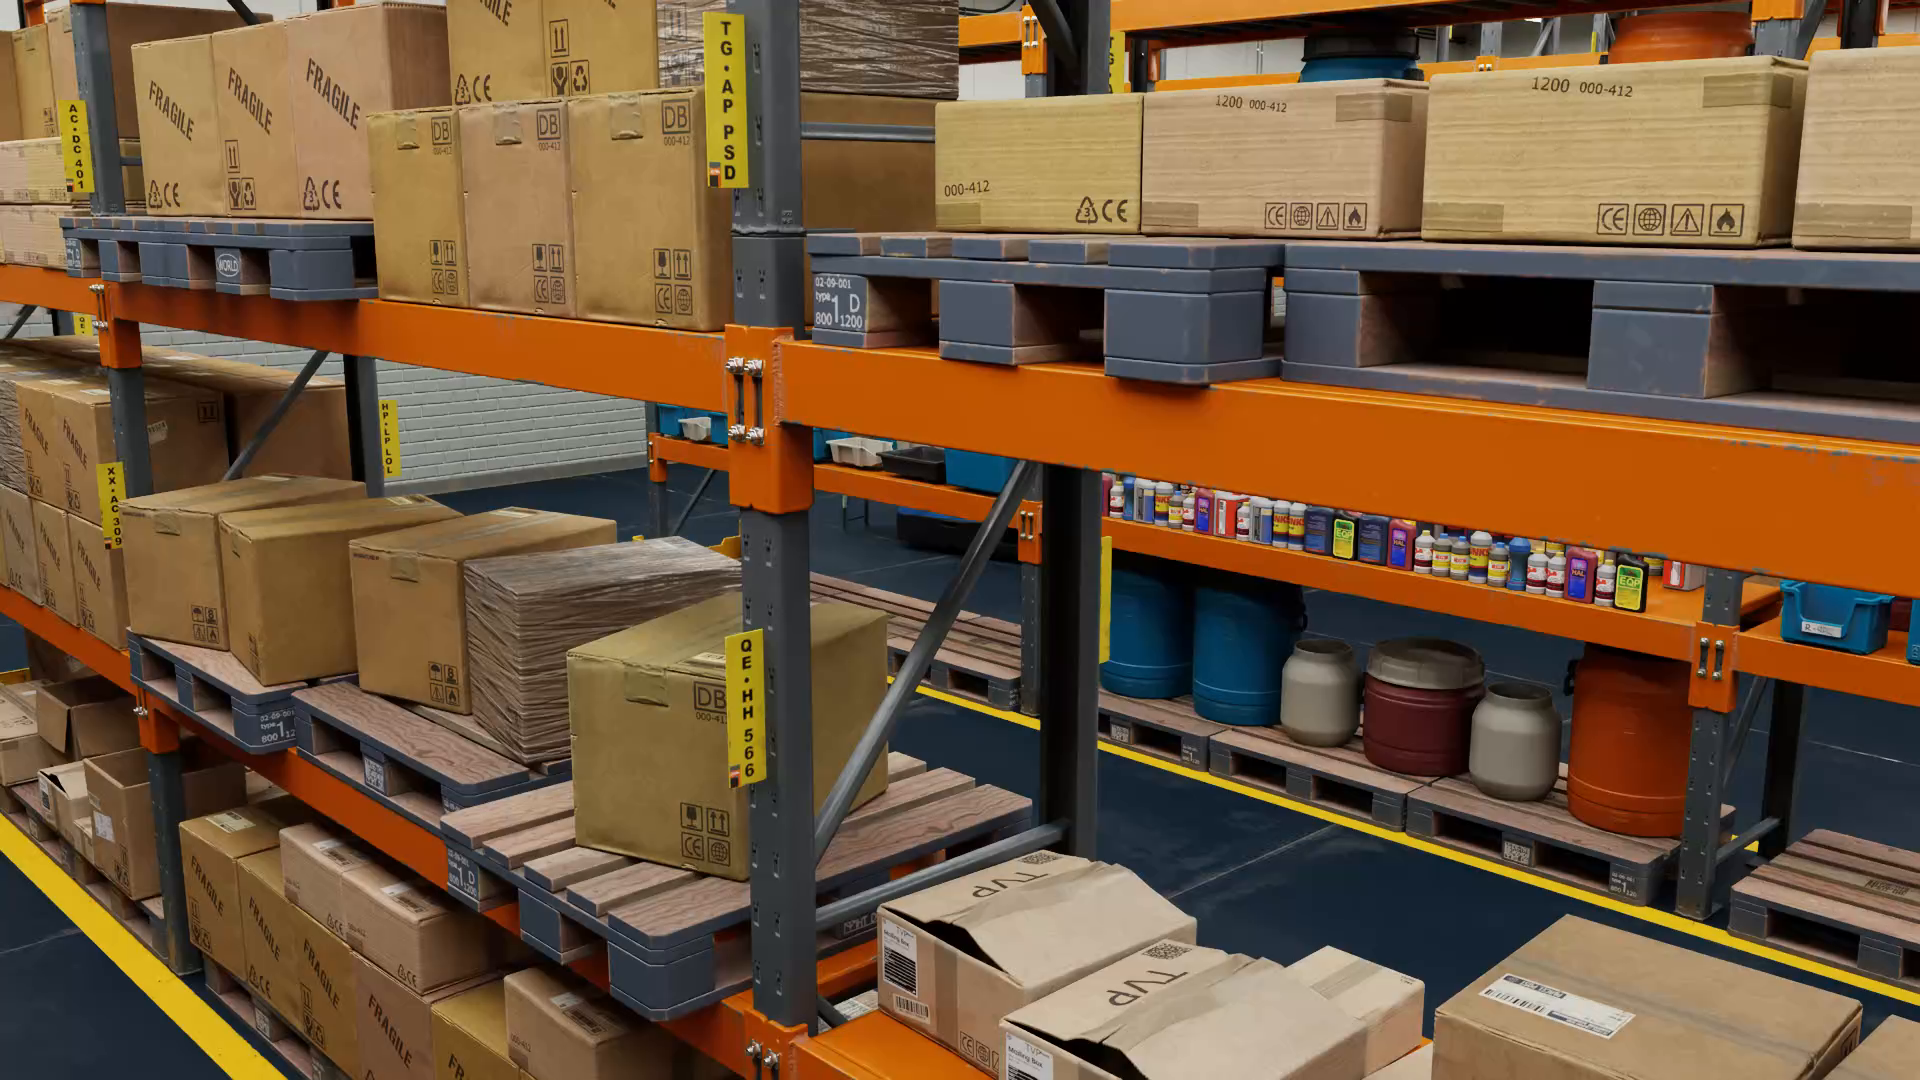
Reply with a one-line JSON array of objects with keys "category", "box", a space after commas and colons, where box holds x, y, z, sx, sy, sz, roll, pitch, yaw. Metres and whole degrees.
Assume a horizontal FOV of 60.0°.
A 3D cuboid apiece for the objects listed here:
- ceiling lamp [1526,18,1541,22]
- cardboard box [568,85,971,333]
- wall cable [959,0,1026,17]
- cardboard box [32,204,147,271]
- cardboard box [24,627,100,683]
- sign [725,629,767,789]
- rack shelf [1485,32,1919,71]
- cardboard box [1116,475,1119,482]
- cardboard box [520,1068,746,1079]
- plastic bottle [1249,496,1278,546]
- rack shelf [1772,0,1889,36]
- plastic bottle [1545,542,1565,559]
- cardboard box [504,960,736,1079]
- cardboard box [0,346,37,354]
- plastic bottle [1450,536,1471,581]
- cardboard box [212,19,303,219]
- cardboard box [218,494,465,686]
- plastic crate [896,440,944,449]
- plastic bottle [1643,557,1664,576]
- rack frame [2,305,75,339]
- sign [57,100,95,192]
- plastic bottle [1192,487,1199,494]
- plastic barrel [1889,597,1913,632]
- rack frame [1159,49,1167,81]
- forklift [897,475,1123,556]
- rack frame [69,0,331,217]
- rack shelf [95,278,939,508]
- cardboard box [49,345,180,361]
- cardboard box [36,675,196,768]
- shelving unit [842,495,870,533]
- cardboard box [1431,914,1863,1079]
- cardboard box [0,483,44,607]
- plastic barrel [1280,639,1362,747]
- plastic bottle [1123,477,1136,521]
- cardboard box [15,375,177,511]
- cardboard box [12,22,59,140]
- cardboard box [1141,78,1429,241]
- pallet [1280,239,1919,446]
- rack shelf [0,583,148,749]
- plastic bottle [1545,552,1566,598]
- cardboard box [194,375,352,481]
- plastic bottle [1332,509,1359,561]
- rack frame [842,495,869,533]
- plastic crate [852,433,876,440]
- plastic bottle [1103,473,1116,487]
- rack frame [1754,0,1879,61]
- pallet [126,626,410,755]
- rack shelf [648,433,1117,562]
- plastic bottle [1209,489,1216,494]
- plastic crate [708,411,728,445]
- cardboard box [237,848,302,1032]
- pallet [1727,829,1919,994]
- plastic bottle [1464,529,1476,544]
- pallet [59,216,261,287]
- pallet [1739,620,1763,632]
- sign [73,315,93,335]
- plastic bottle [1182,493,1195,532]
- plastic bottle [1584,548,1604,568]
[{"category": "ceiling lamp", "box": [8.808, -9.684, 25.485, 2.000, 3.185, 0.800, -11, 16, -43]}, {"category": "cardboard box", "box": [-0.380, -0.776, 3.902, 0.910, 0.500, 0.500, -11, 16, -43]}, {"category": "wall cable", "box": [0.176, -7.566, 21.700, 2.277, 5.999, 0.120, -11, 16, -43]}, {"category": "cardboard box", "box": [-3.345, -1.212, 6.639, 0.500, 0.250, 0.500, -11, 16, -43]}, {"category": "cardboard box", "box": [-5.025, 0.687, 9.584, 0.500, 0.500, 0.500, -11, 16, -43]}, {"category": "sign", "box": [-0.440, 0.350, 3.446, 0.100, 0.325, 0.005, -11, 16, -43]}, {"category": "rack shelf", "box": [5.732, -3.261, 11.550, 1.077, 0.370, 4.000, -11, 16, -43]}, {"category": "cardboard box", "box": [2.088, -0.829, 16.066, 0.875, 0.875, 0.875, -11, 16, -43]}, {"category": "cardboard box", "box": [-0.870, 1.706, 4.640, 0.500, 0.500, 0.500, -10, 15, -40]}, {"category": "plastic bottle", "box": [1.612, -0.122, 8.716, 0.152, 0.276, 0.135, -11, 16, -43]}, {"category": "rack shelf", "box": [4.912, -1.987, 5.367, 1.077, 0.370, 4.000, -11, 16, -43]}, {"category": "plastic bottle", "box": [2.994, -0.007, 8.344, 0.097, 0.201, 0.097, 0, 12, 0]}, {"category": "cardboard box", "box": [-0.912, 1.331, 4.601, 0.500, 0.250, 0.500, -10, 15, -40]}, {"category": "cardboard box", "box": [-5.097, -0.728, 8.626, 0.500, 0.500, 0.500, -11, 16, -42]}, {"category": "plastic bottle", "box": [2.381, 0.085, 7.896, 0.097, 0.201, 0.097, 0, 12, 0]}, {"category": "cardboard box", "box": [-2.044, -1.377, 5.532, 0.600, 0.600, 0.600, -11, 16, -43]}, {"category": "cardboard box", "box": [-2.131, 0.154, 5.778, 0.700, 0.500, 0.500, -8, 14, -34]}, {"category": "plastic crate", "box": [-0.153, -0.692, 11.321, 0.437, 0.282, 0.530, -11, 16, -43]}, {"category": "plastic bottle", "box": [3.338, 0.066, 7.991, 0.097, 0.201, 0.097, 0, 12, 0]}, {"category": "rack frame", "box": [-5.579, -0.366, 9.595, 1.000, 3.000, 0.127, -11, 16, -43]}, {"category": "sign", "box": [-3.204, -1.428, 6.034, 0.100, 0.325, 0.005, -11, 16, -43]}, {"category": "plastic bottle", "box": [1.422, -0.322, 9.870, 0.097, 0.201, 0.097, 0, 12, 0]}, {"category": "plastic barrel", "box": [4.070, 0.070, 7.138, 0.600, 0.536, 0.708, -11, 16, -43]}, {"category": "rack frame", "box": [1.588, -4.685, 15.688, 1.000, 3.000, 0.127, -11, 16, -43]}, {"category": "forklift", "box": [0.954, -1.301, 14.299, 3.031, 2.935, 1.130, 7, 14, 32]}, {"category": "rack frame", "box": [-2.817, -2.721, 6.156, 1.000, 3.000, 0.127, -11, 16, -43]}, {"category": "rack shelf", "box": [-1.436, -0.608, 5.115, 1.077, 0.370, 4.000, -11, 16, -43]}, {"category": "cardboard box", "box": [-4.362, -0.730, 8.633, 0.500, 0.500, 0.500, -10, 16, -41]}, {"category": "cardboard box", "box": [-4.118, 0.951, 8.296, 0.797, 0.503, 0.637, -11, 16, -43]}, {"category": "shelving unit", "box": [-0.679, -0.797, 15.403, 0.755, 1.500, 0.431, 7, 14, 32]}, {"category": "cardboard box", "box": [1.116, 0.995, 2.740, 0.500, 0.500, 0.500, 11, 16, 42]}, {"category": "cardboard box", "box": [-4.061, -0.019, 7.659, 0.500, 0.500, 0.500, -10, 16, -41]}, {"category": "plastic barrel", "box": [1.946, 0.820, 8.959, 0.421, 0.512, 0.421, 0, 12, 0]}, {"category": "plastic bottle", "box": [0.965, -0.248, 9.341, 0.097, 0.271, 0.097, 0, 12, 0]}, {"category": "cardboard box", "box": [-3.709, -0.433, 7.195, 0.500, 0.500, 0.500, -11, 16, -44]}, {"category": "cardboard box", "box": [-3.773, -2.021, 7.467, 0.700, 0.500, 0.500, -11, 16, -43]}, {"category": "cardboard box", "box": [0.675, -0.668, 2.956, 0.500, 0.250, 0.500, -10, 16, -41]}, {"category": "pallet", "box": [1.253, -0.326, 2.434, 1.003, 0.211, 1.213, -10, 15, -40]}, {"category": "rack shelf", "box": [-4.198, 0.278, 8.251, 1.077, 0.370, 4.000, -11, 16, -43]}, {"category": "plastic bottle", "box": [2.717, 0.156, 7.551, 0.097, 0.201, 0.097, 0, 12, 0]}, {"category": "cardboard box", "box": [-2.939, -0.429, 7.175, 0.500, 0.500, 0.500, -10, 16, -41]}, {"category": "plastic bottle", "box": [1.934, -0.044, 8.321, 0.061, 0.283, 0.133, -11, 16, -43]}, {"category": "rack frame", "box": [-0.988, -0.837, 15.594, 0.023, 1.500, 0.400, 7, 14, 32]}, {"category": "plastic crate", "box": [-0.682, -0.740, 11.915, 0.298, 0.136, 0.250, -11, 16, -43]}, {"category": "plastic bottle", "box": [0.805, -0.346, 9.617, 0.144, 0.351, 0.185, -11, 16, -43]}, {"category": "rack frame", "box": [3.531, -2.827, 6.670, 1.000, 3.000, 0.127, -11, 16, -43]}, {"category": "pallet", "box": [-2.344, 0.443, 6.141, 1.003, 0.211, 1.213, -11, 16, -43]}, {"category": "rack shelf", "box": [-0.613, -0.412, 11.599, 1.077, 0.370, 4.000, -11, 16, -43]}, {"category": "plastic bottle", "box": [1.535, -0.340, 9.587, 0.144, 0.351, 0.185, -11, 16, -43]}, {"category": "plastic crate", "box": [-1.607, -0.826, 12.090, 0.416, 0.233, 0.300, -11, 16, -43]}, {"category": "cardboard box", "box": [-2.283, 1.407, 6.092, 0.500, 0.500, 0.500, -11, 16, -42]}, {"category": "pallet", "box": [4.038, 1.596, 6.982, 1.003, 0.211, 1.213, -11, 16, -43]}, {"category": "plastic bottle", "box": [2.701, -0.115, 8.662, 0.061, 0.283, 0.133, -11, 16, -43]}, {"category": "pallet", "box": [-2.417, -1.055, 5.968, 1.213, 0.211, 1.003, -11, 16, -43]}, {"category": "pallet", "box": [5.785, 0.483, 12.381, 1.003, 0.211, 1.213, -11, 16, -43]}, {"category": "sign", "box": [-5.164, -1.163, 9.808, 0.100, 0.325, 0.005, -11, 16, -43]}, {"category": "plastic bottle", "box": [1.260, -0.152, 9.046, 0.097, 0.201, 0.097, 0, 12, 0]}, {"category": "plastic bottle", "box": [3.069, 0.053, 8.051, 0.097, 0.201, 0.097, 0, 12, 0]}]
